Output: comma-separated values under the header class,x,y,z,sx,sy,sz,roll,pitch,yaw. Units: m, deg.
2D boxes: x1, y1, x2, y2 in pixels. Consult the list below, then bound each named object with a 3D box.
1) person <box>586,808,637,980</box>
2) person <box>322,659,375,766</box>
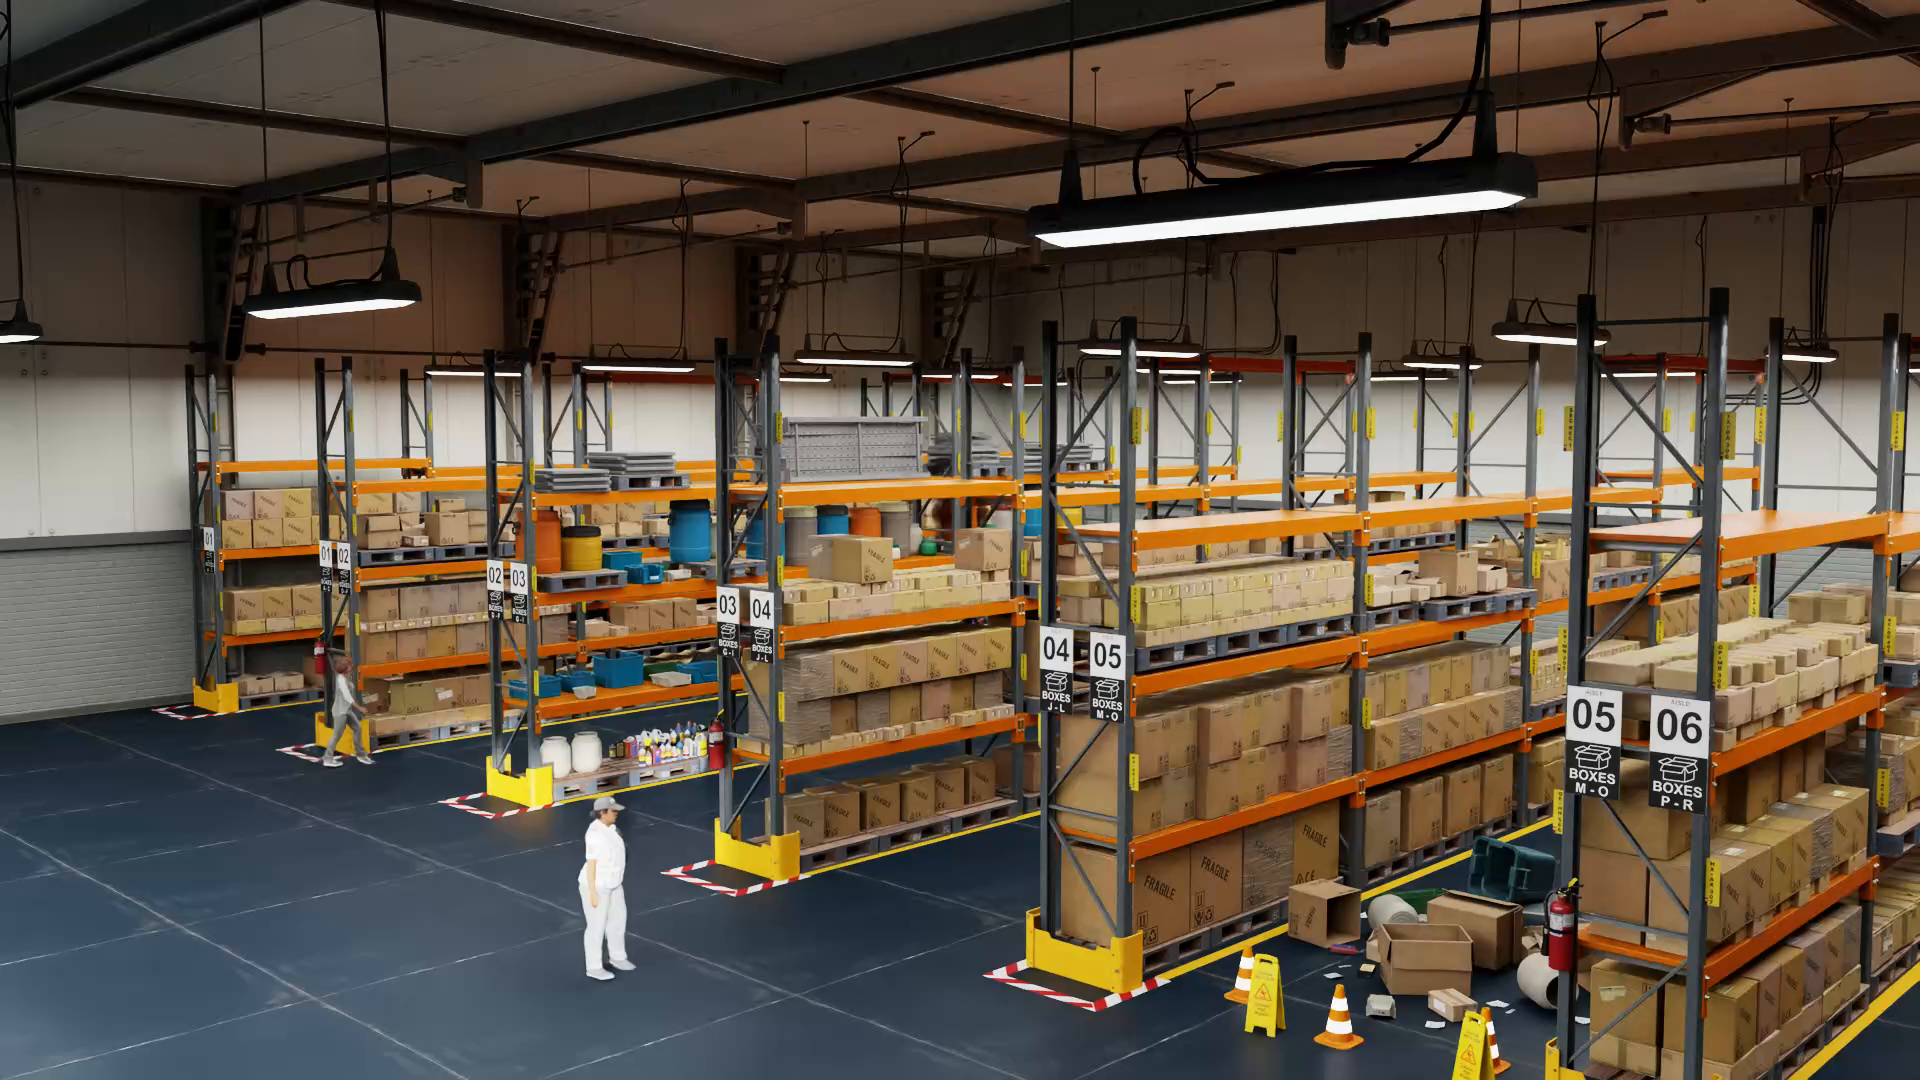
class,x,y,z,sx,sy,sz,roll,pitch,yaw
person,-3.231,3.203,15.255,0.383,1.691,0.580,1,4,11
person,-8.927,2.522,24.215,0.715,1.607,0.409,-1,4,-13
